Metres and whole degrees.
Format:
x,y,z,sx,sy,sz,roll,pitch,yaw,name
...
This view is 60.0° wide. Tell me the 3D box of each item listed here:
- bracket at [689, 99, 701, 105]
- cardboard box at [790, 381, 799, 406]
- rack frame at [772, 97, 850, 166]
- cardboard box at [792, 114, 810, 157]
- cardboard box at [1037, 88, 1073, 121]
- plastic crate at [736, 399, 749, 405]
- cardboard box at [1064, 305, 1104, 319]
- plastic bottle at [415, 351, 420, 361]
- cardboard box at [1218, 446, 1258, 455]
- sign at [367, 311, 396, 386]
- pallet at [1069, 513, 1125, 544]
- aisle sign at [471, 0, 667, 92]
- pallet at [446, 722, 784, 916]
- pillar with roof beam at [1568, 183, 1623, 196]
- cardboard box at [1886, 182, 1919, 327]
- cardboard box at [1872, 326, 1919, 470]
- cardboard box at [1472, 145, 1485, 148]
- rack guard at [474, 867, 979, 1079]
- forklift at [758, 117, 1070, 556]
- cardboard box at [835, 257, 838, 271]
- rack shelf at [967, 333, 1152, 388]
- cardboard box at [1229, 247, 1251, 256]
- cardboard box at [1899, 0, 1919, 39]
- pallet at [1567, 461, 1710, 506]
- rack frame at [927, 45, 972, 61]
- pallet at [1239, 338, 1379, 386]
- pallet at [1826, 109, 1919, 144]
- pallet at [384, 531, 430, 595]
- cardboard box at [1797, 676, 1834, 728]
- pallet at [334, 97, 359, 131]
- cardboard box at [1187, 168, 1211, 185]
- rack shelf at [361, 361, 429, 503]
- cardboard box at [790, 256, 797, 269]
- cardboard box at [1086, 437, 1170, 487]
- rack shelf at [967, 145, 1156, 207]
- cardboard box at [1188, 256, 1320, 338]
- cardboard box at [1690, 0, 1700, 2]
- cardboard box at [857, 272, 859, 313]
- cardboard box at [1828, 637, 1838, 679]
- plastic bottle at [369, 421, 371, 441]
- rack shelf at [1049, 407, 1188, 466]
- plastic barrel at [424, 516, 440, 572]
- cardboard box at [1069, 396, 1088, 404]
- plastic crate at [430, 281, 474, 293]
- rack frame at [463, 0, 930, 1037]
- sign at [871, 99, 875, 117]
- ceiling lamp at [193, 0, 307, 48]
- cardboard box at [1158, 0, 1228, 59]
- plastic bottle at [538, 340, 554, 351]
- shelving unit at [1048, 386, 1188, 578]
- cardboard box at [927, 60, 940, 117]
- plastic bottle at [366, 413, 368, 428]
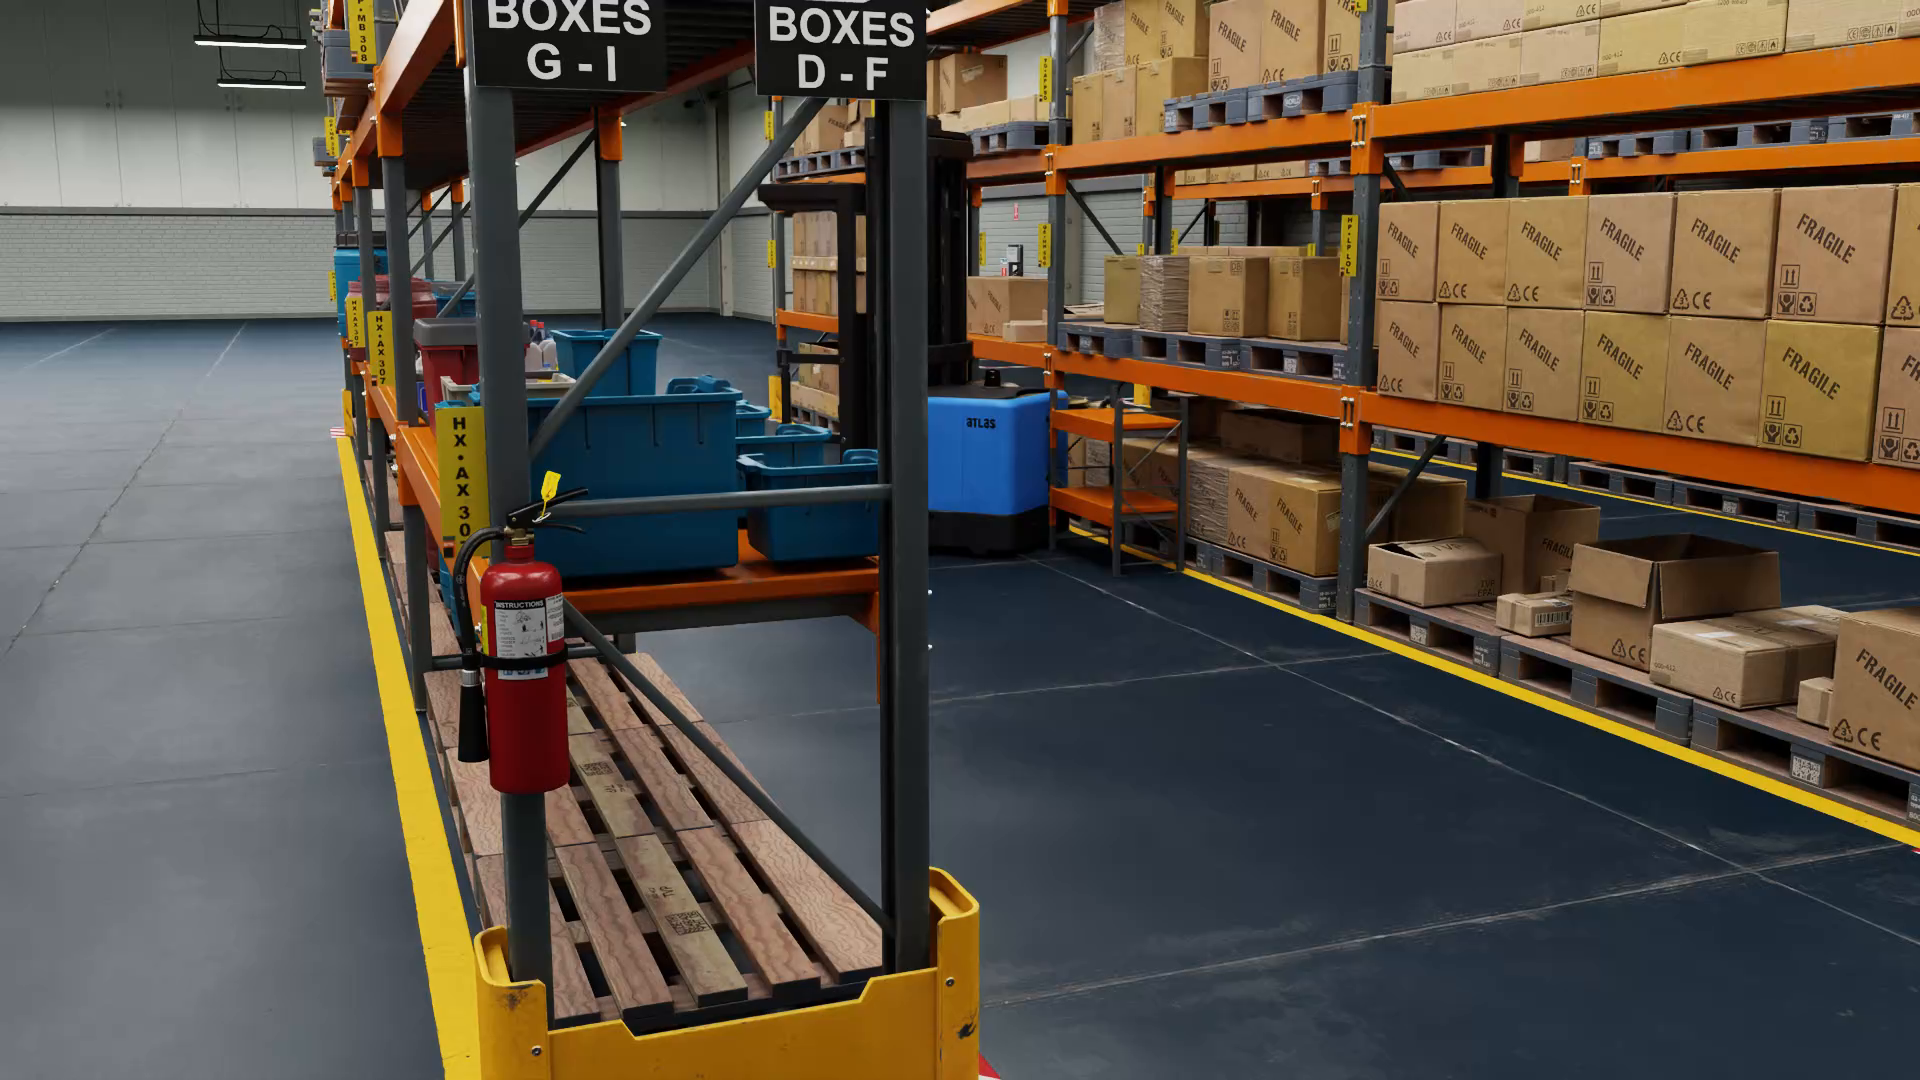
x,y,z,sx,sy,sz,roll,pitch,yaw,name
-8.064,-13.219,50.262,0.076,0.066,3.189,-4,11,-21,bracket
-1.755,-1.757,19.883,0.500,0.250,0.500,-4,11,-21,cardboard box
-1.742,-5.959,19.725,1.000,3.000,0.127,-4,11,-21,rack frame
-1.538,-4.715,19.401,0.797,0.503,0.637,-3,11,-17,cardboard box
0.940,-3.380,13.019,0.500,0.250,0.500,-5,11,-25,cardboard box
-0.930,-0.352,5.641,0.416,0.233,0.300,-4,11,-21,plastic crate
1.066,-1.718,13.266,0.500,0.311,0.500,-3,11,-17,cardboard box
-2.582,-0.754,7.927,0.061,0.283,0.133,-4,11,-21,plastic bottle
2.098,-0.378,11.361,0.500,0.500,0.500,-4,11,-23,cardboard box
-2.525,-0.835,7.256,0.100,0.325,0.005,-4,11,-21,sign
1.392,-0.202,12.455,1.003,0.211,1.213,-4,11,-21,pallet
-0.809,-1.330,3.406,0.394,0.787,0.004,-4,11,-21,aisle sign
-1.263,0.957,5.937,1.003,0.211,1.213,-4,11,-21,pallet
2.096,-4.962,14.120,9.100,9.000,0.400,-4,11,-21,pillar with roof beam
3.639,-0.990,5.782,0.500,0.500,0.500,-4,11,-21,cardboard box
3.640,-0.499,5.873,0.500,0.500,0.500,-4,11,-19,cardboard box
4.894,-4.105,16.380,0.500,0.500,0.500,-4,11,-23,cardboard box
-0.541,1.154,4.006,1.175,0.500,0.348,-4,11,-21,rack guard
-0.764,-1.496,11.962,3.031,2.935,1.130,5,11,27,forklift
-1.148,-3.002,18.096,0.380,0.149,0.250,-4,11,-19,cardboard box
0.432,-1.672,14.808,1.077,0.370,4.000,-4,11,-21,rack shelf
3.505,-3.194,19.542,0.500,0.500,0.500,-4,11,-23,cardboard box
3.624,-1.864,5.696,0.500,0.250,0.500,-4,11,-21,cardboard box
5.988,-0.508,14.174,1.003,0.211,1.213,-4,11,-21,pallet
-0.292,-5.306,16.054,1.000,3.000,0.127,-4,11,-21,rack frame
2.419,-1.089,10.028,1.003,0.211,1.213,-4,11,-21,pallet
6.844,-2.891,11.587,0.805,0.209,1.217,-4,11,-23,pallet
-3.136,0.113,10.681,1.003,0.211,1.213,-4,11,-21,pallet
3.567,0.640,6.593,0.380,0.166,0.250,-4,11,-21,cardboard box
-3.275,-2.639,10.162,1.003,0.211,1.213,-4,11,-21,pallet
3.115,-4.611,20.371,0.500,0.500,0.500,-3,11,-18,cardboard box
-2.736,-0.705,9.373,1.077,0.370,4.000,-4,11,-21,rack shelf
-1.800,-3.296,19.748,0.380,0.149,0.250,-4,11,-21,cardboard box
1.251,-0.508,12.092,0.500,0.500,0.500,-4,11,-23,cardboard box
0.432,-3.149,14.545,1.077,0.370,4.000,-4,11,-21,rack shelf
1.909,-1.587,10.792,0.700,0.500,0.500,-7,12,-35,cardboard box
3.273,-2.274,6.574,0.500,0.250,0.500,-4,11,-21,cardboard box
-0.834,-2.641,17.919,0.700,0.500,0.500,-4,11,-20,cardboard box
3.942,0.555,6.829,0.500,0.250,0.500,-4,11,-21,cardboard box
-5.580,-1.060,15.814,0.061,0.283,0.133,-3,11,-17,plastic bottle
1.029,-0.701,10.976,0.538,0.278,1.000,-4,11,-20,rack shelf
-2.858,-0.142,9.841,0.600,0.588,0.708,-4,11,-21,plastic barrel
0.860,-1.101,14.597,0.500,0.311,0.500,-4,11,-22,cardboard box
-4.450,-2.011,14.475,0.402,0.464,0.583,-4,11,-21,plastic crate
-0.562,-0.080,3.804,1.000,3.000,0.127,-4,11,-21,rack frame
-0.809,-4.087,16.065,0.100,0.325,0.005,-4,11,-21,sign
-13.701,-11.087,31.886,2.000,3.185,0.800,-4,11,-21,ceiling lamp
1.679,-3.480,11.212,0.500,0.500,0.500,-4,11,-21,cardboard box
-2.244,-0.960,9.109,0.152,0.276,0.135,-4,11,-21,plastic bottle
1.030,-0.413,11.027,0.538,1.125,1.048,-4,11,-20,shelving unit
-0.106,-4.228,15.648,0.500,0.500,0.500,-4,11,-20,cardboard box
-5.869,-1.193,16.597,0.097,0.271,0.097,0,10,0,plastic bottle
